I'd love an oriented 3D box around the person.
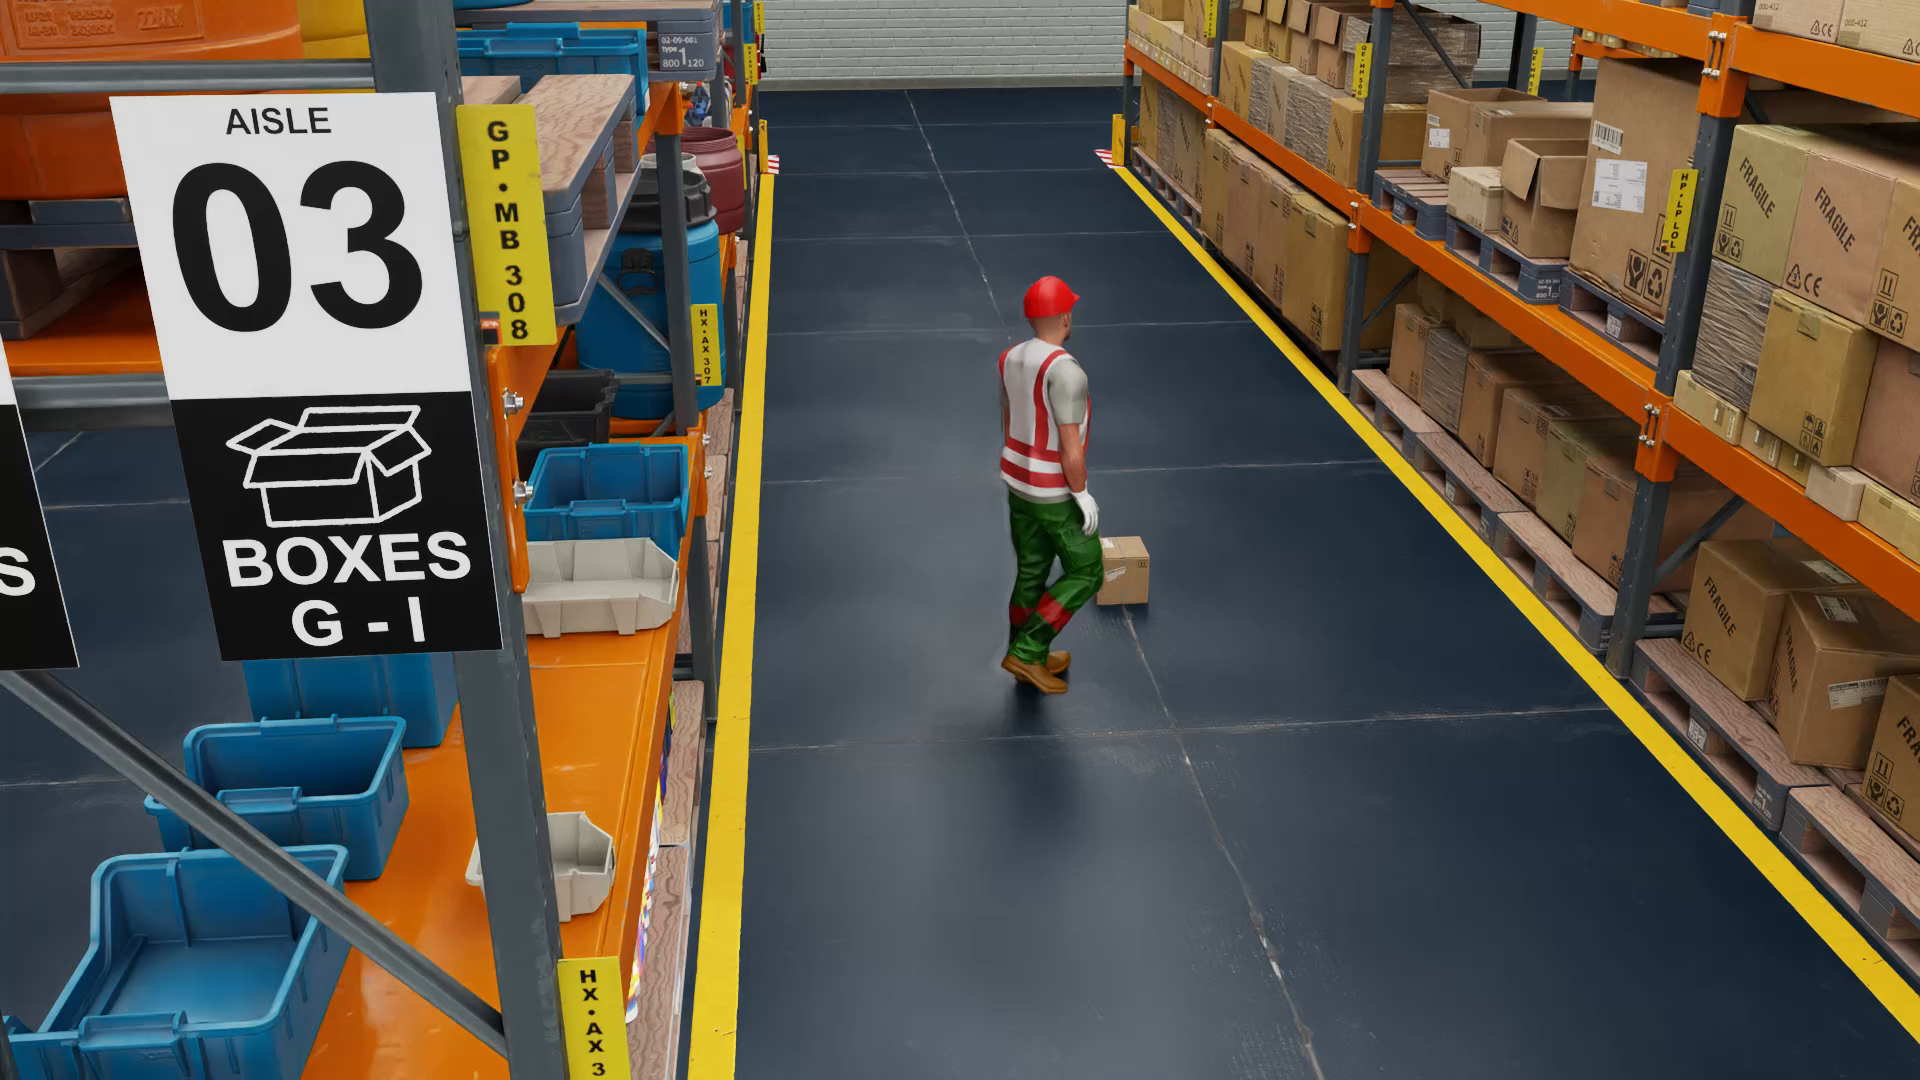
[{"bbox_3d":[0.326,-0.203,7.007,0.493,1.786,0.596,-13,27,-28],"label":"person"}]
